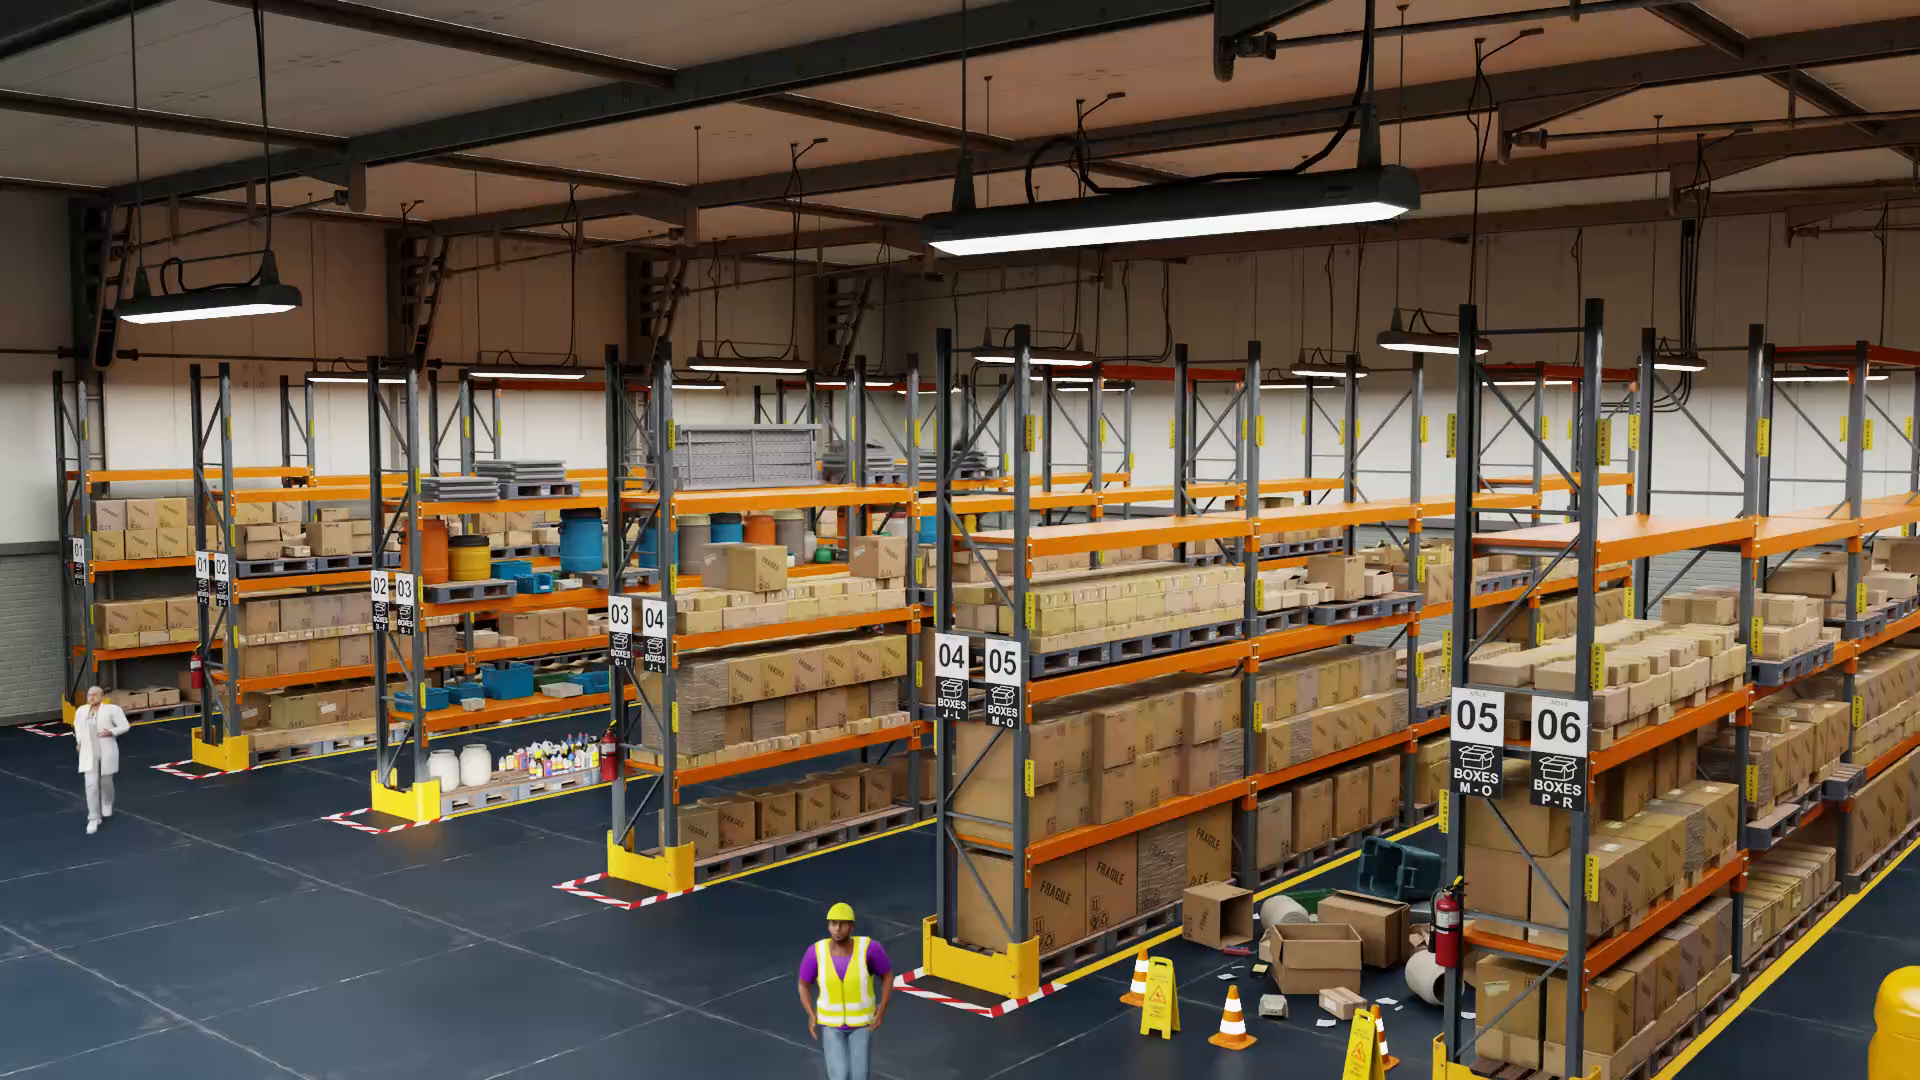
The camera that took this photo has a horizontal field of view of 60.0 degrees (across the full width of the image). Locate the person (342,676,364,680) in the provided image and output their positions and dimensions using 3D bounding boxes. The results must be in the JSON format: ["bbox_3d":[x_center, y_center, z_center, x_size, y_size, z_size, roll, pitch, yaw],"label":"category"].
[{"bbox_3d":[-10.242,2.287,28.105,0.622,1.670,0.896,3,5,35],"label":"person"}]

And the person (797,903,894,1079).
[{"bbox_3d":[-0.824,3.446,11.947,0.693,1.731,0.561,0,4,-2],"label":"person"}]

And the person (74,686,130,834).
[{"bbox_3d":[-10.933,2.745,21.174,0.686,1.805,0.987,-1,4,-16],"label":"person"}]
